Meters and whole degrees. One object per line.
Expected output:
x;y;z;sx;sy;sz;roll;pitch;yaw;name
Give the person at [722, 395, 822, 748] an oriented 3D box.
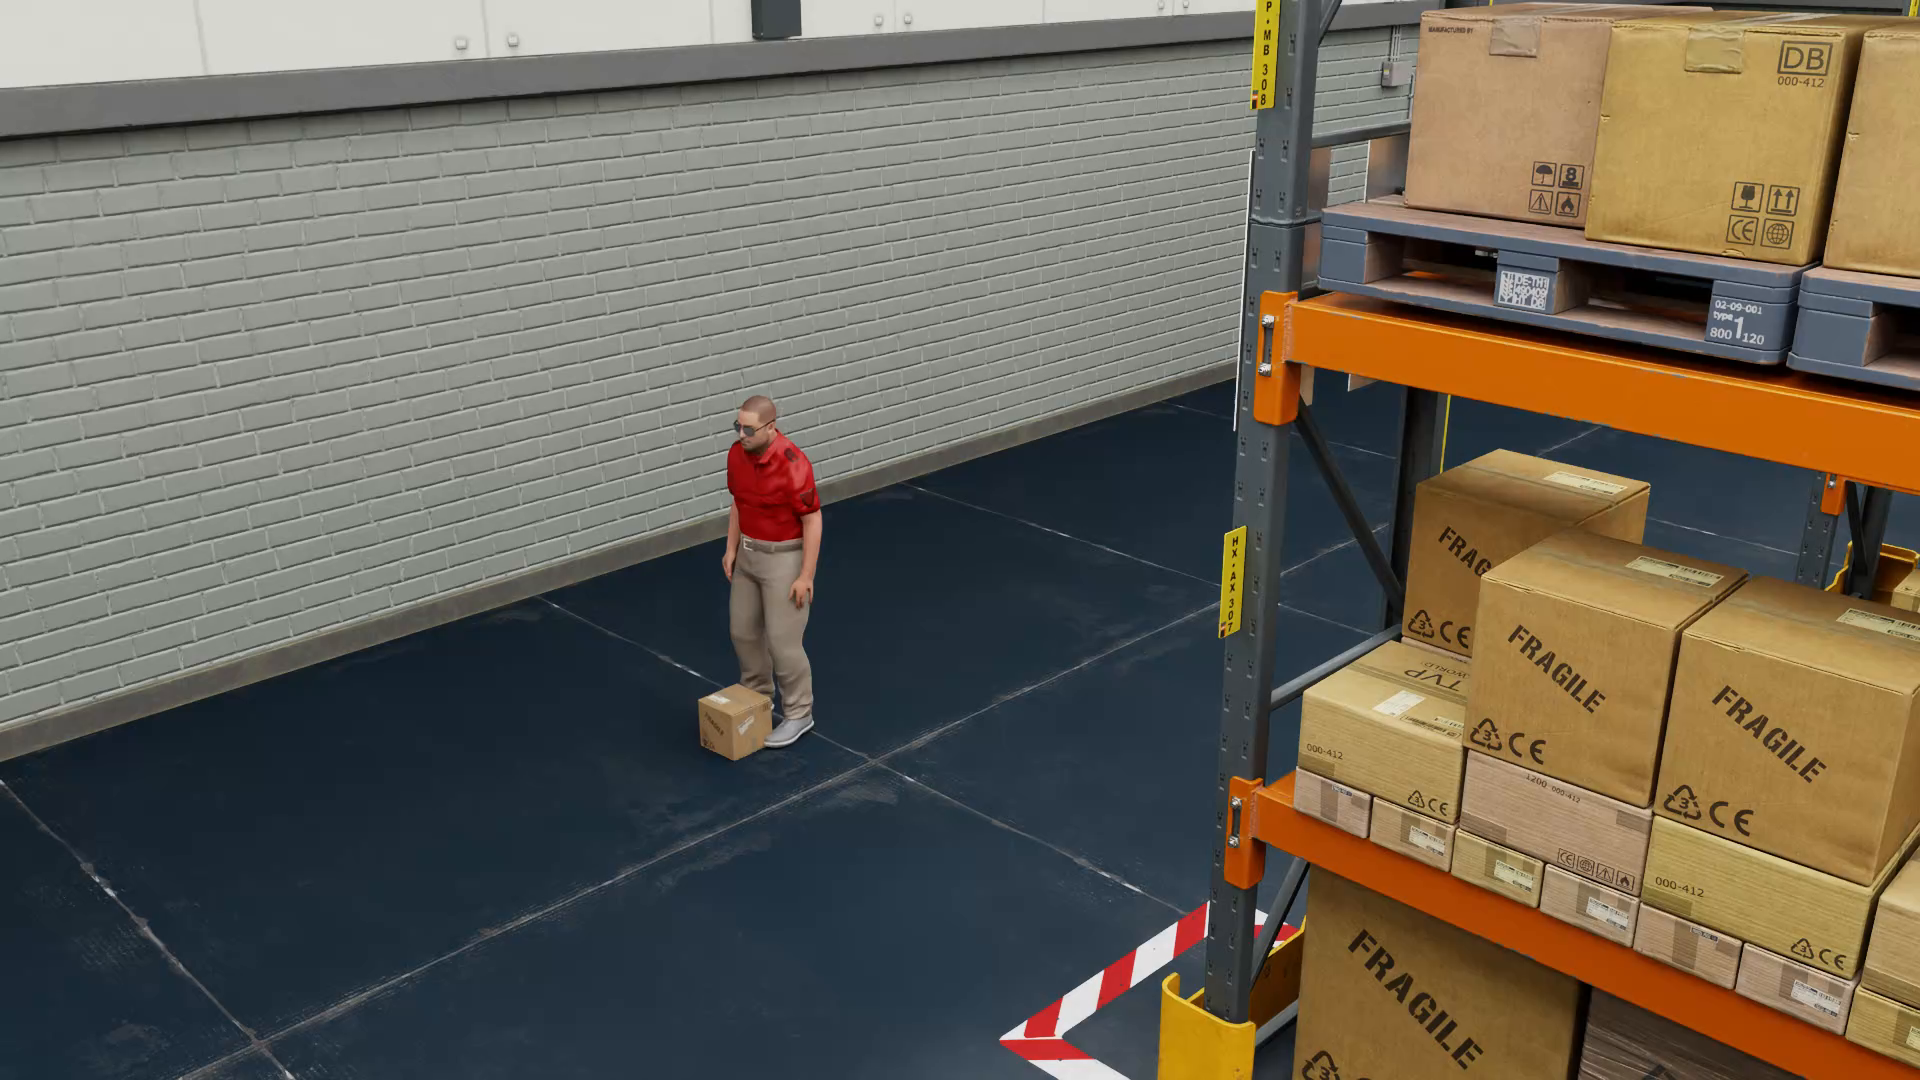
-0.919;0.125;8.005;0.595;1.725;0.393;17;26;38;person
